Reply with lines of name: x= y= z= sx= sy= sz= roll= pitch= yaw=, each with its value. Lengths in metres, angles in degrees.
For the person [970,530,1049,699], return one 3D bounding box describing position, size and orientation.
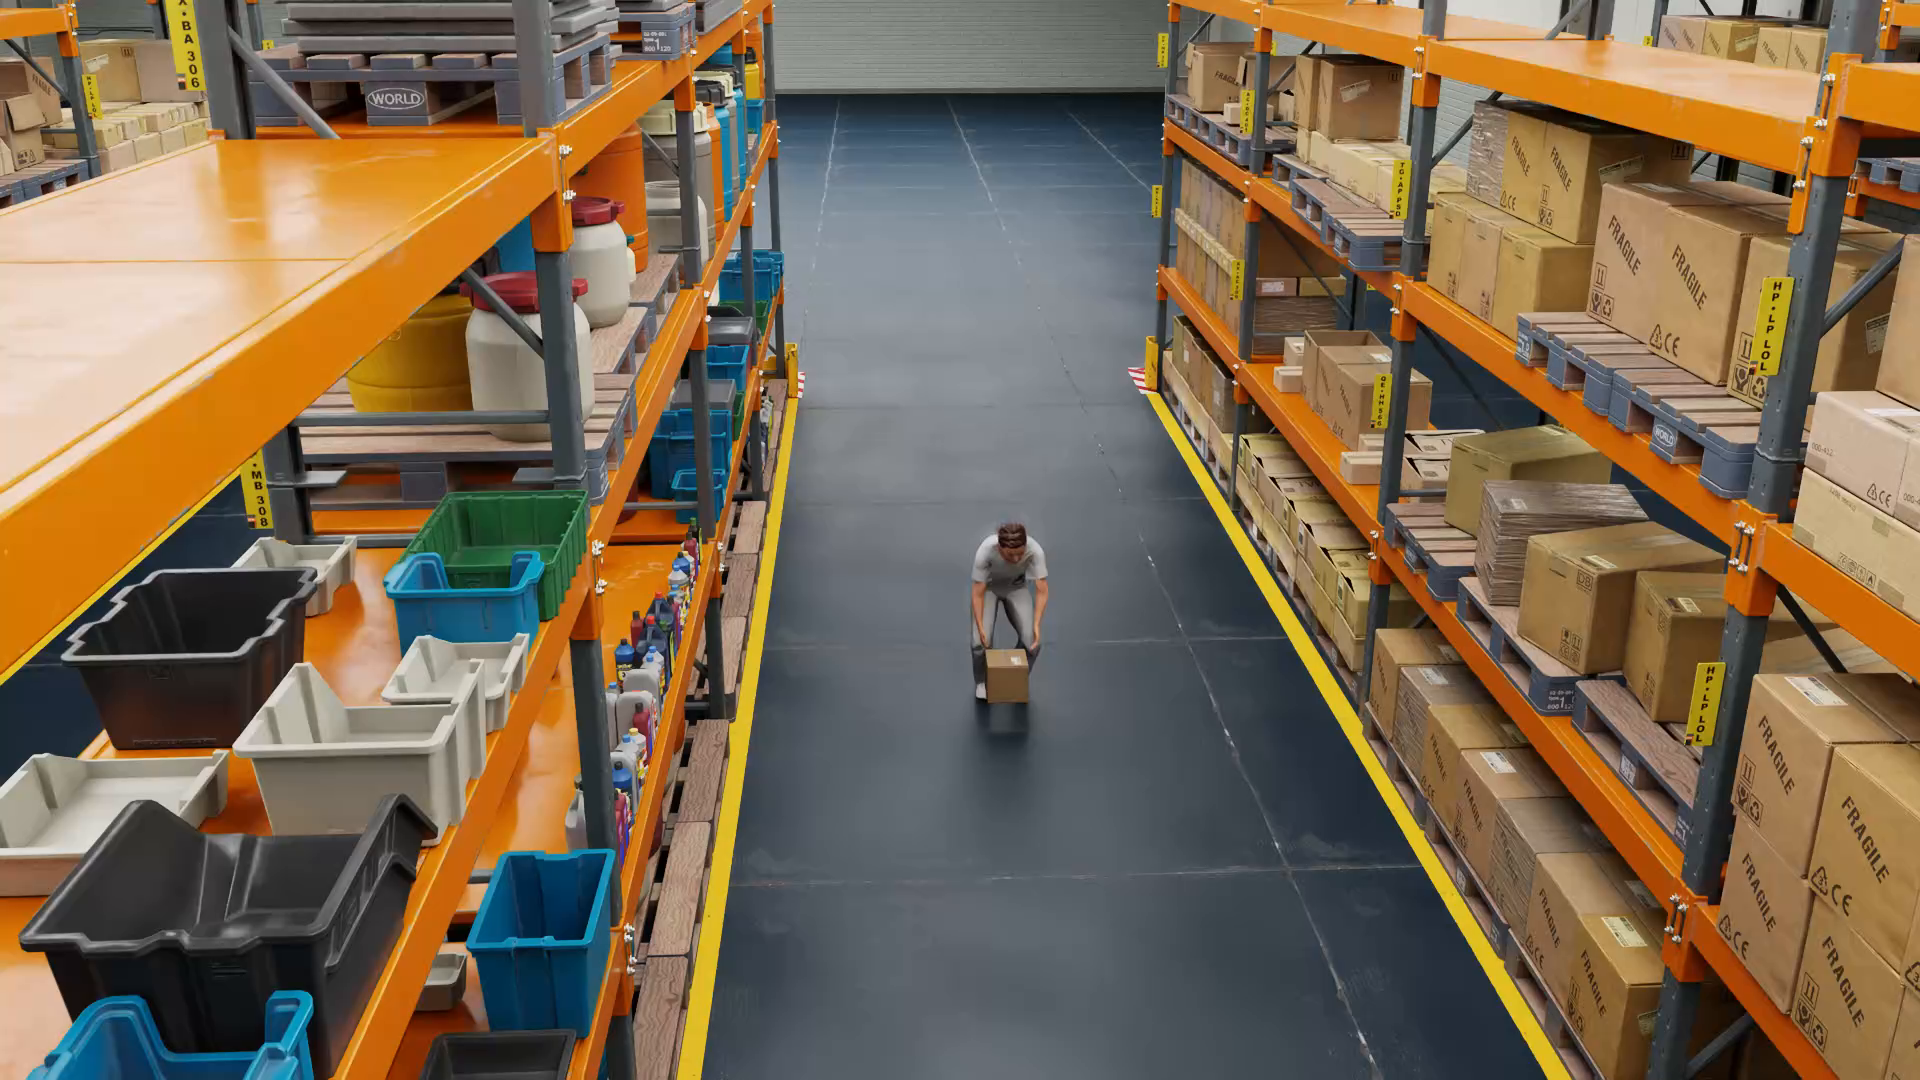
person: x=0.305 y=0.437 z=10.565 sx=0.494 sy=1.221 sz=0.716 roll=-1 pitch=21 yaw=-3
